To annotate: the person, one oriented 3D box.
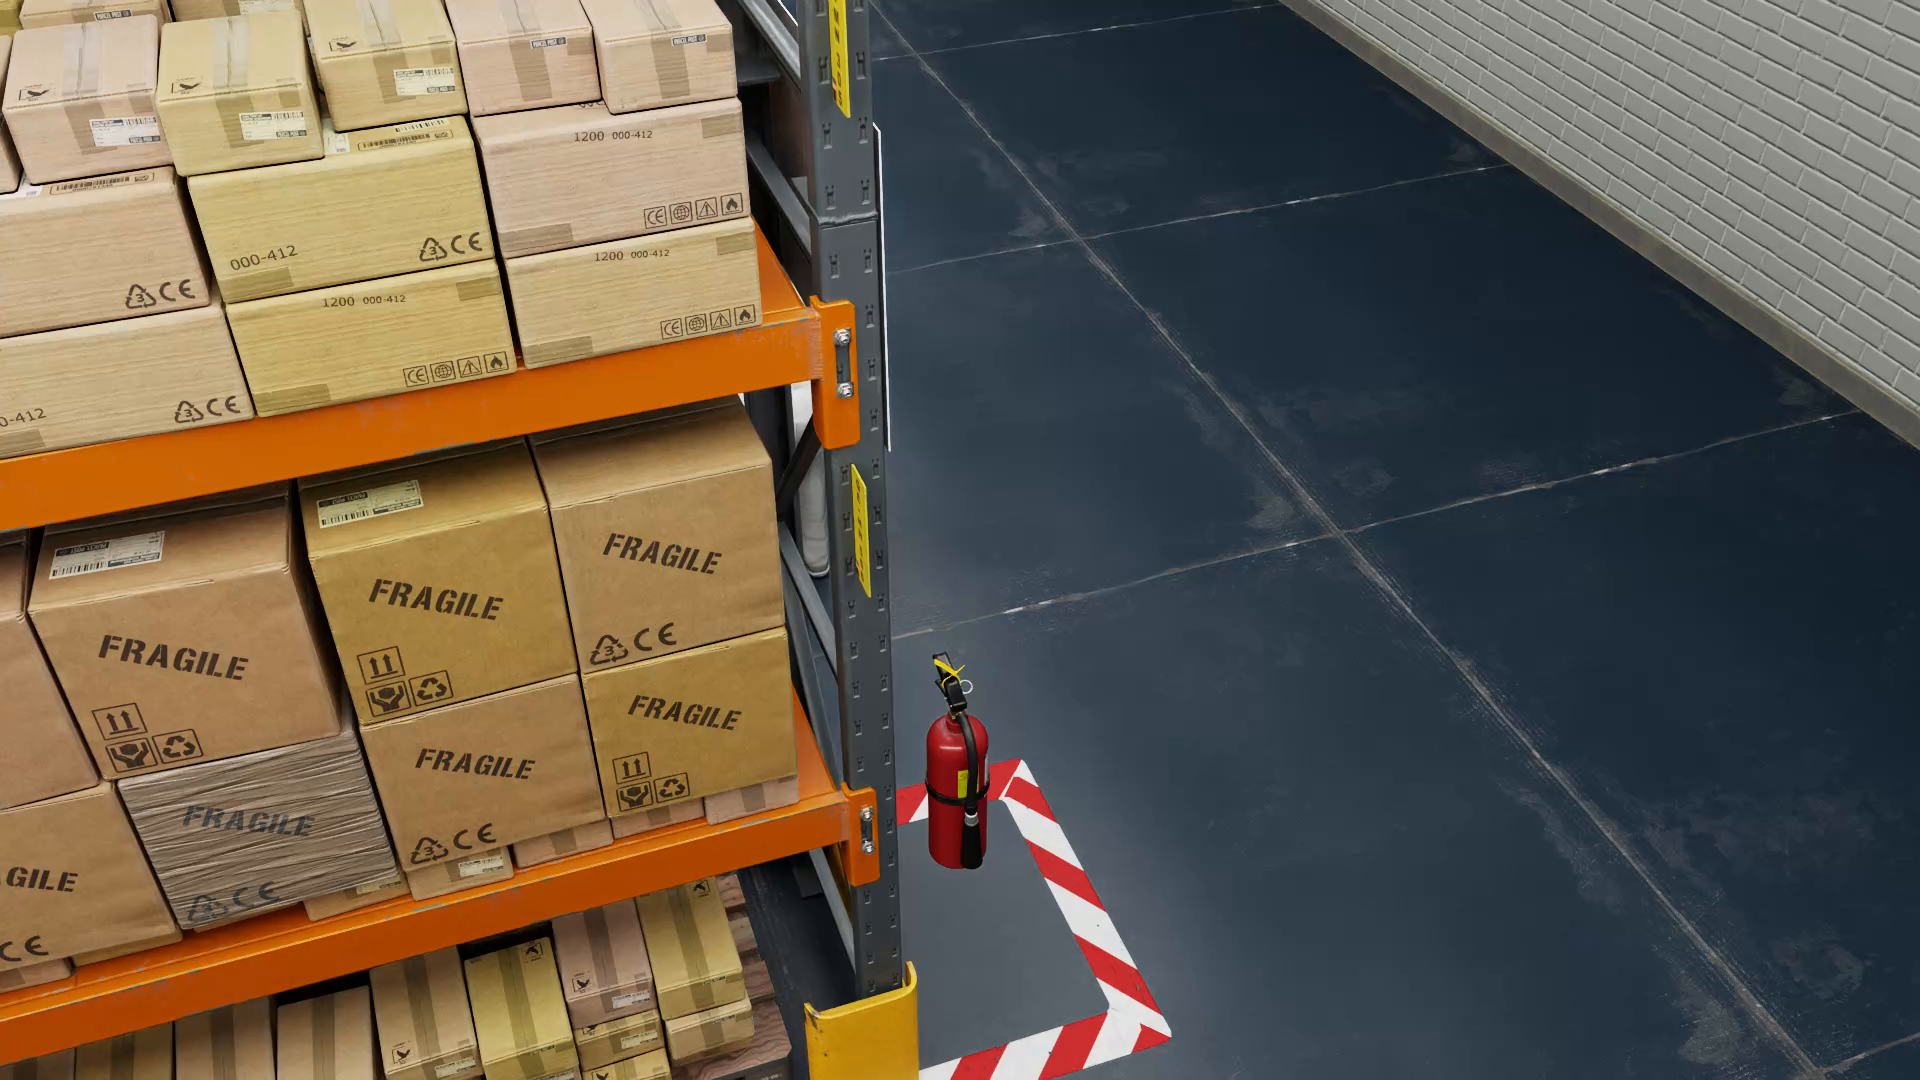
[{"bbox_3d":[-0.805,-0.558,6.874,0.455,1.657,0.541,-12,40,-15],"label":"person"}]
